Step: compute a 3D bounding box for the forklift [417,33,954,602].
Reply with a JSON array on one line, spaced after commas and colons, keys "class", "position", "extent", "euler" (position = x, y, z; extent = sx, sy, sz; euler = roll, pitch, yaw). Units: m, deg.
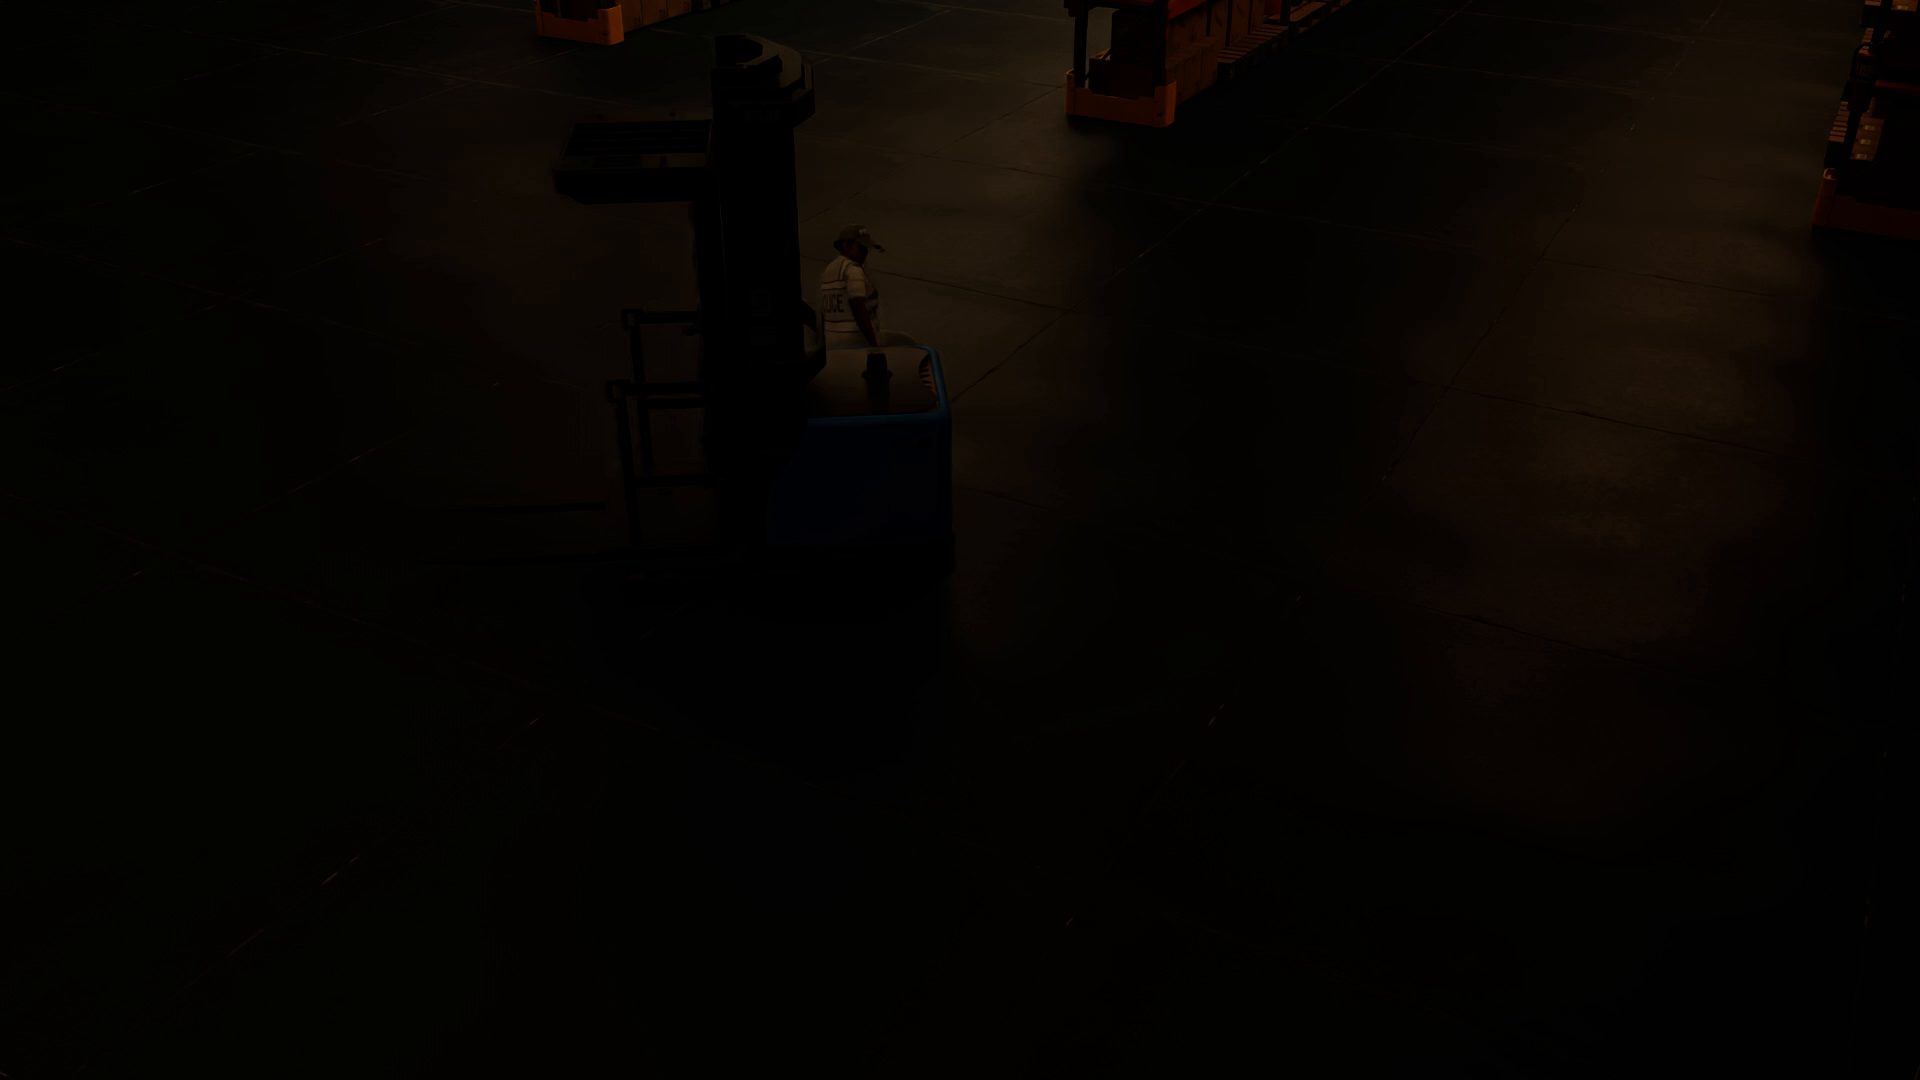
[{"class": "forklift", "position": [-1.581, -1.194, 9.140], "extent": [3.031, 2.935, 1.130], "euler": [-3, 30, -5]}]

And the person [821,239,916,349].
[{"class": "person", "position": [-0.635, -1.335, 10.950], "extent": [0.727, 1.421, 0.683], "euler": [23, 37, 34]}]
